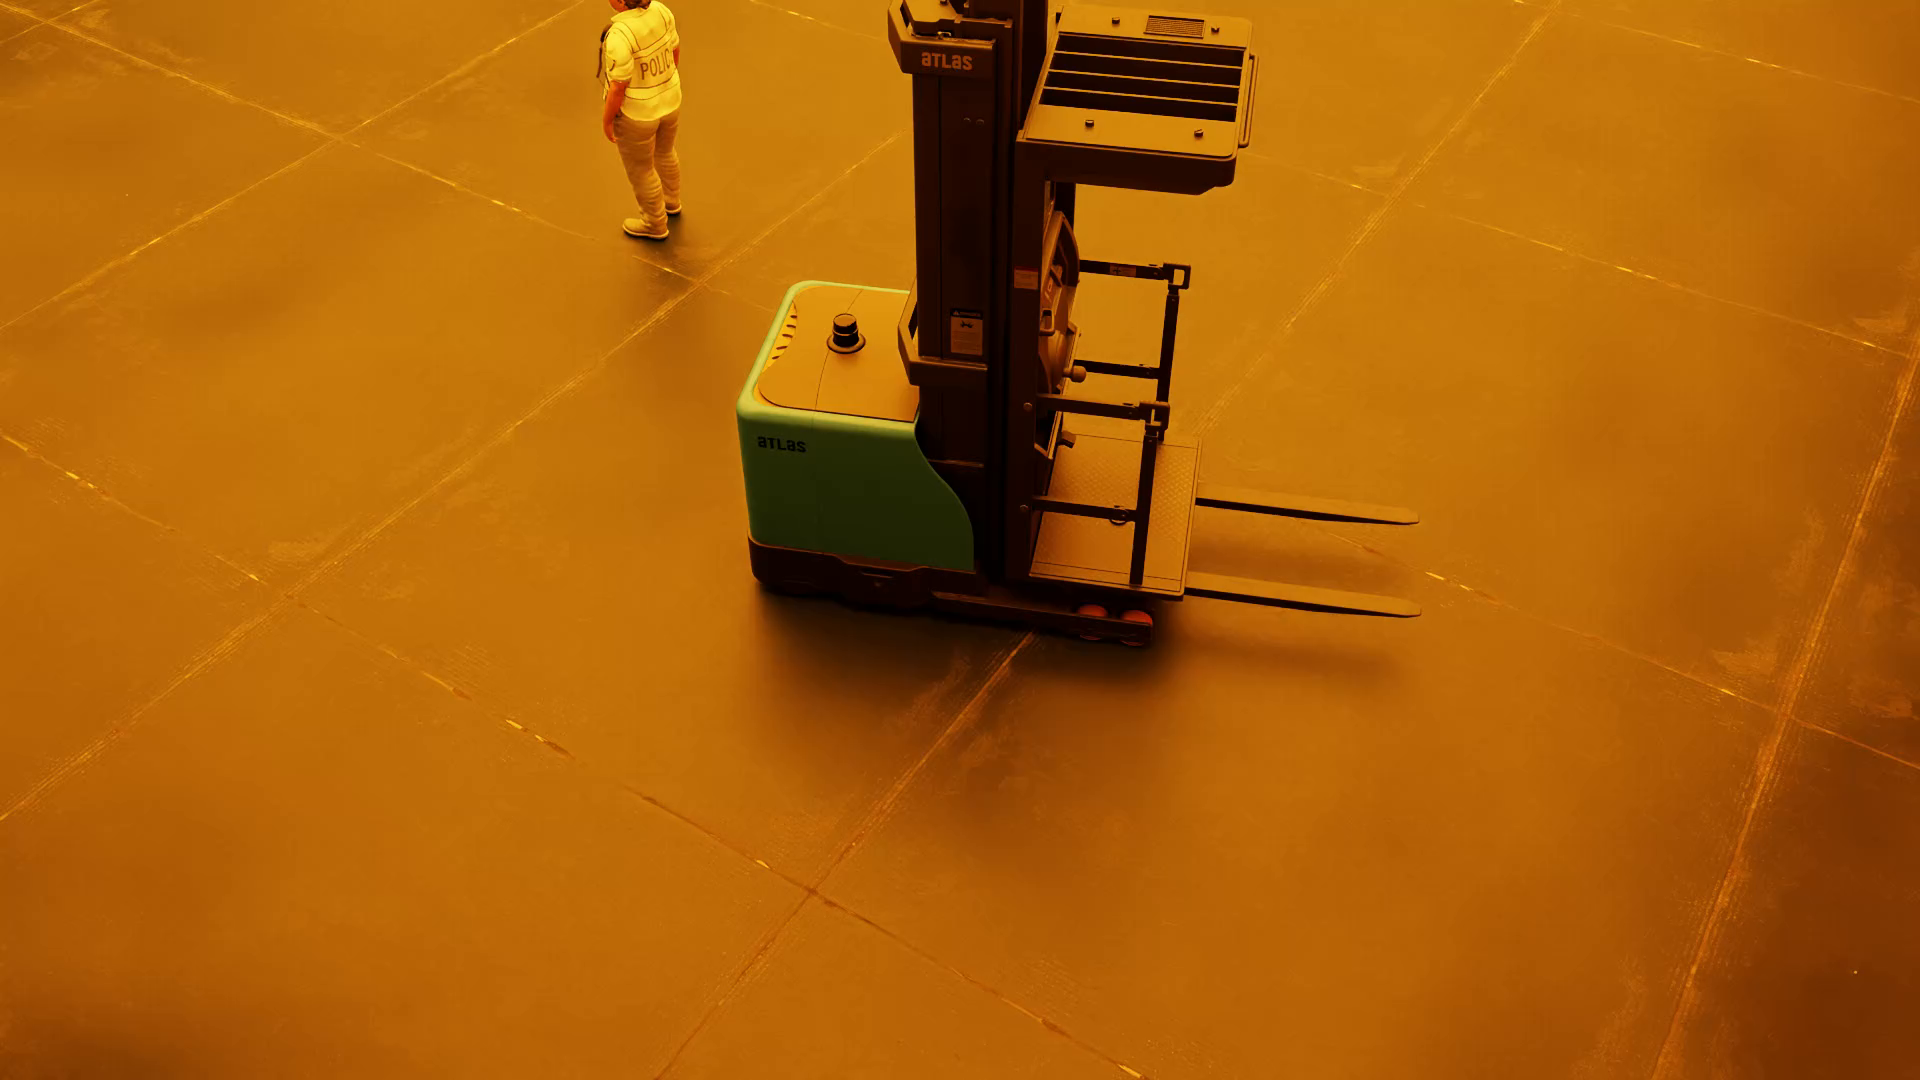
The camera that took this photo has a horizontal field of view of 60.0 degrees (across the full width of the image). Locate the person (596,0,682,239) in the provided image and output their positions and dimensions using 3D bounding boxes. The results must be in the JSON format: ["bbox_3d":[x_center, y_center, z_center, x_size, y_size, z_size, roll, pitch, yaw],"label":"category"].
[{"bbox_3d":[-1.829,-2.469,9.361,0.529,1.670,0.598,24,48,23],"label":"person"}]

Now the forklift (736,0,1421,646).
[{"bbox_3d":[0.598,-0.987,6.890,3.031,2.935,1.130,7,44,8],"label":"forklift"}]
